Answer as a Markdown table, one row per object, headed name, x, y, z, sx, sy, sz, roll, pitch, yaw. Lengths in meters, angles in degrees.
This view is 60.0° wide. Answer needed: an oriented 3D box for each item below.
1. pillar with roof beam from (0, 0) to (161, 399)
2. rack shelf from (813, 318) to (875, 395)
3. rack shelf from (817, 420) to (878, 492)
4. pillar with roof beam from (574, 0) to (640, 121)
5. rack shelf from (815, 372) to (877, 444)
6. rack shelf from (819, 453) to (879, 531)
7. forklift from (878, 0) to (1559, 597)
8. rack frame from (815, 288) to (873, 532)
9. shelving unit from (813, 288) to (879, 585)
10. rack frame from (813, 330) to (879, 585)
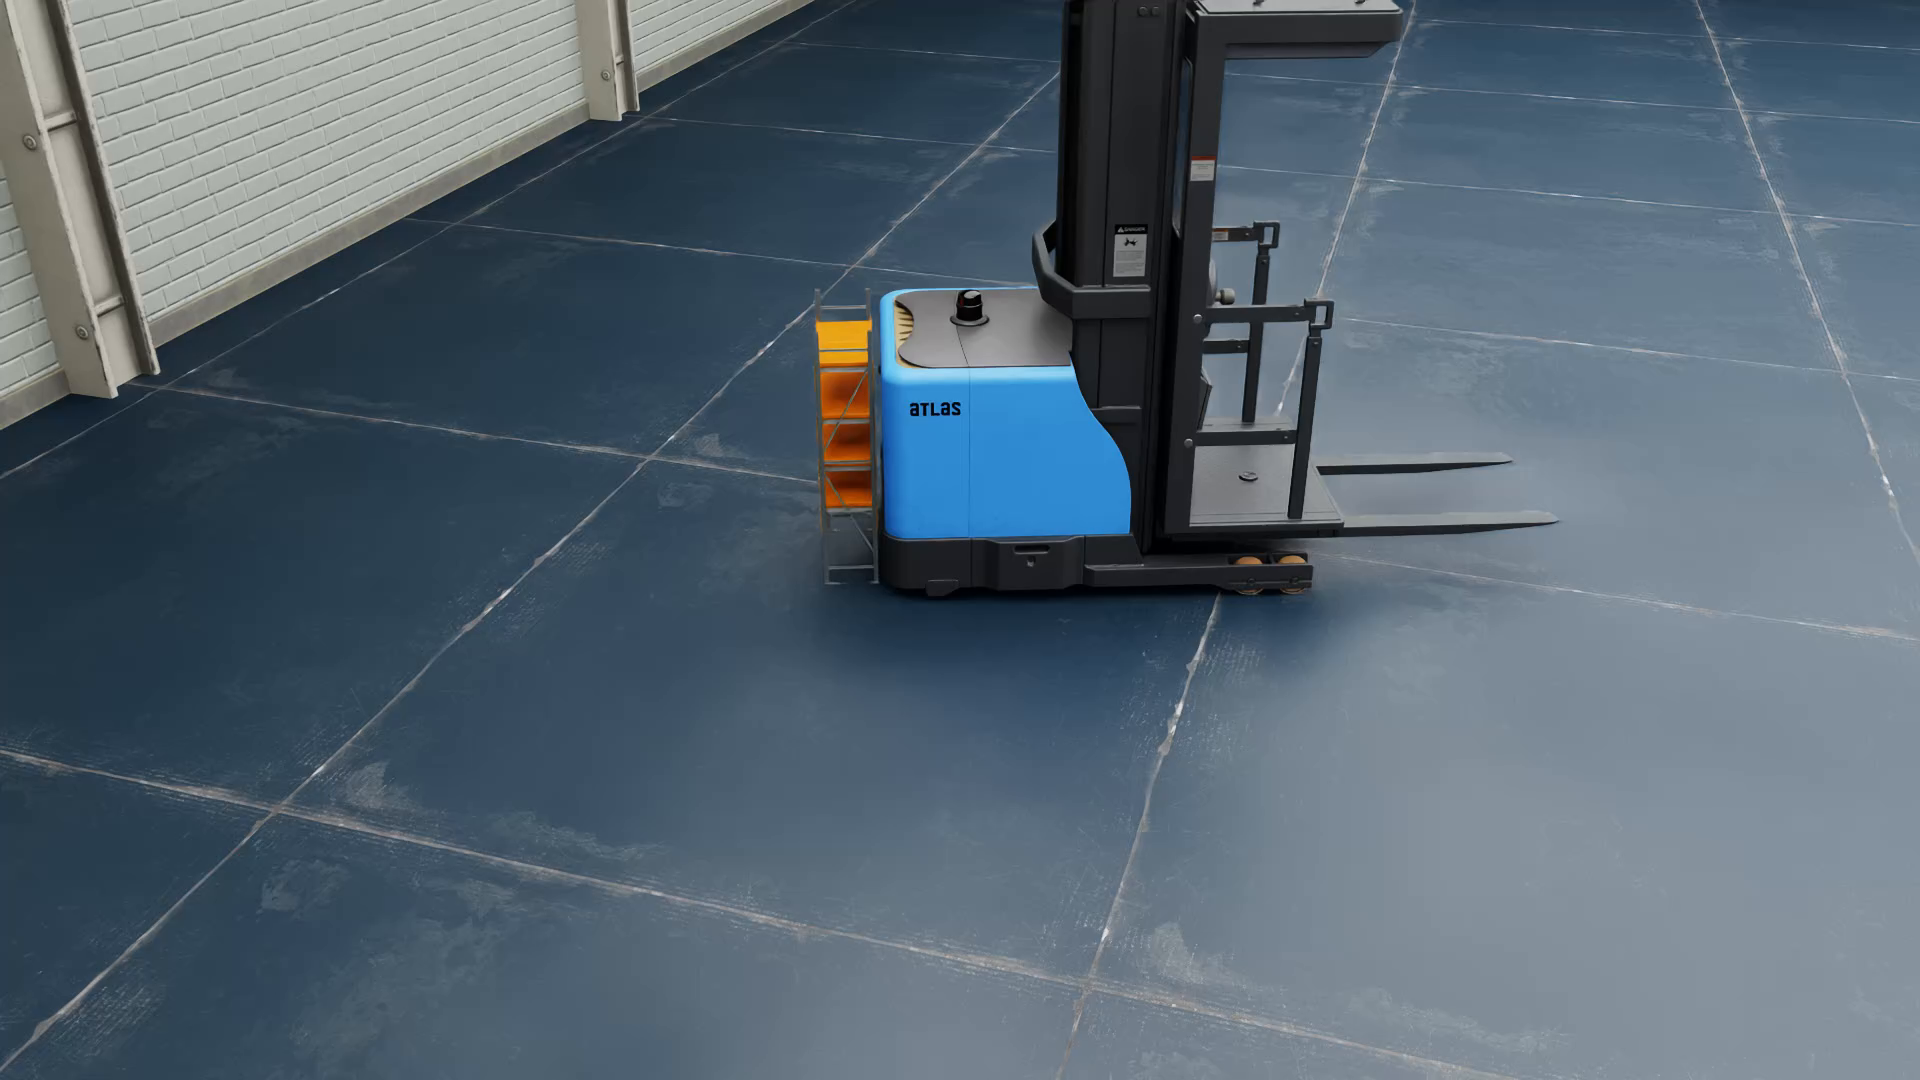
| name | x | y | z | sx | sy | sz | roll | pitch | yaw |
| --- | --- | --- | --- | --- | --- | --- | --- | --- | --- |
| pillar with roof beam | -0.639 | -4.209 | 6.059 | 9.100 | 9.000 | 0.400 | 8 | 30 | 15 |
| rack shelf | -0.496 | -0.792 | 7.132 | 0.258 | 0.148 | 0.480 | -2 | 29 | -3 |
| rack shelf | -0.496 | -0.390 | 7.356 | 0.258 | 0.148 | 0.480 | -2 | 29 | -3 |
| pillar with roof beam | 1.122 | -6.997 | 11.071 | 9.100 | 9.000 | 0.400 | 8 | 30 | 15 |
| rack shelf | -0.496 | -0.586 | 7.247 | 0.258 | 0.148 | 0.480 | -2 | 29 | -3 |
| rack shelf | -0.496 | -0.217 | 7.452 | 0.258 | 0.148 | 0.480 | -2 | 29 | -3 |
| forklift | 1.155 | -1.295 | 7.063 | 3.031 | 2.935 | 1.130 | -1 | 29 | -3 |
| rack frame | -0.511 | -0.567 | 7.536 | 0.240 | 1.200 | 0.015 | -2 | 29 | -3 |
| shelving unit | -0.496 | -0.449 | 7.323 | 0.258 | 1.200 | 0.503 | -2 | 29 | -3 |
| rack frame | -0.481 | -0.331 | 7.110 | 0.240 | 1.200 | 0.015 | -2 | 29 | -3 |
